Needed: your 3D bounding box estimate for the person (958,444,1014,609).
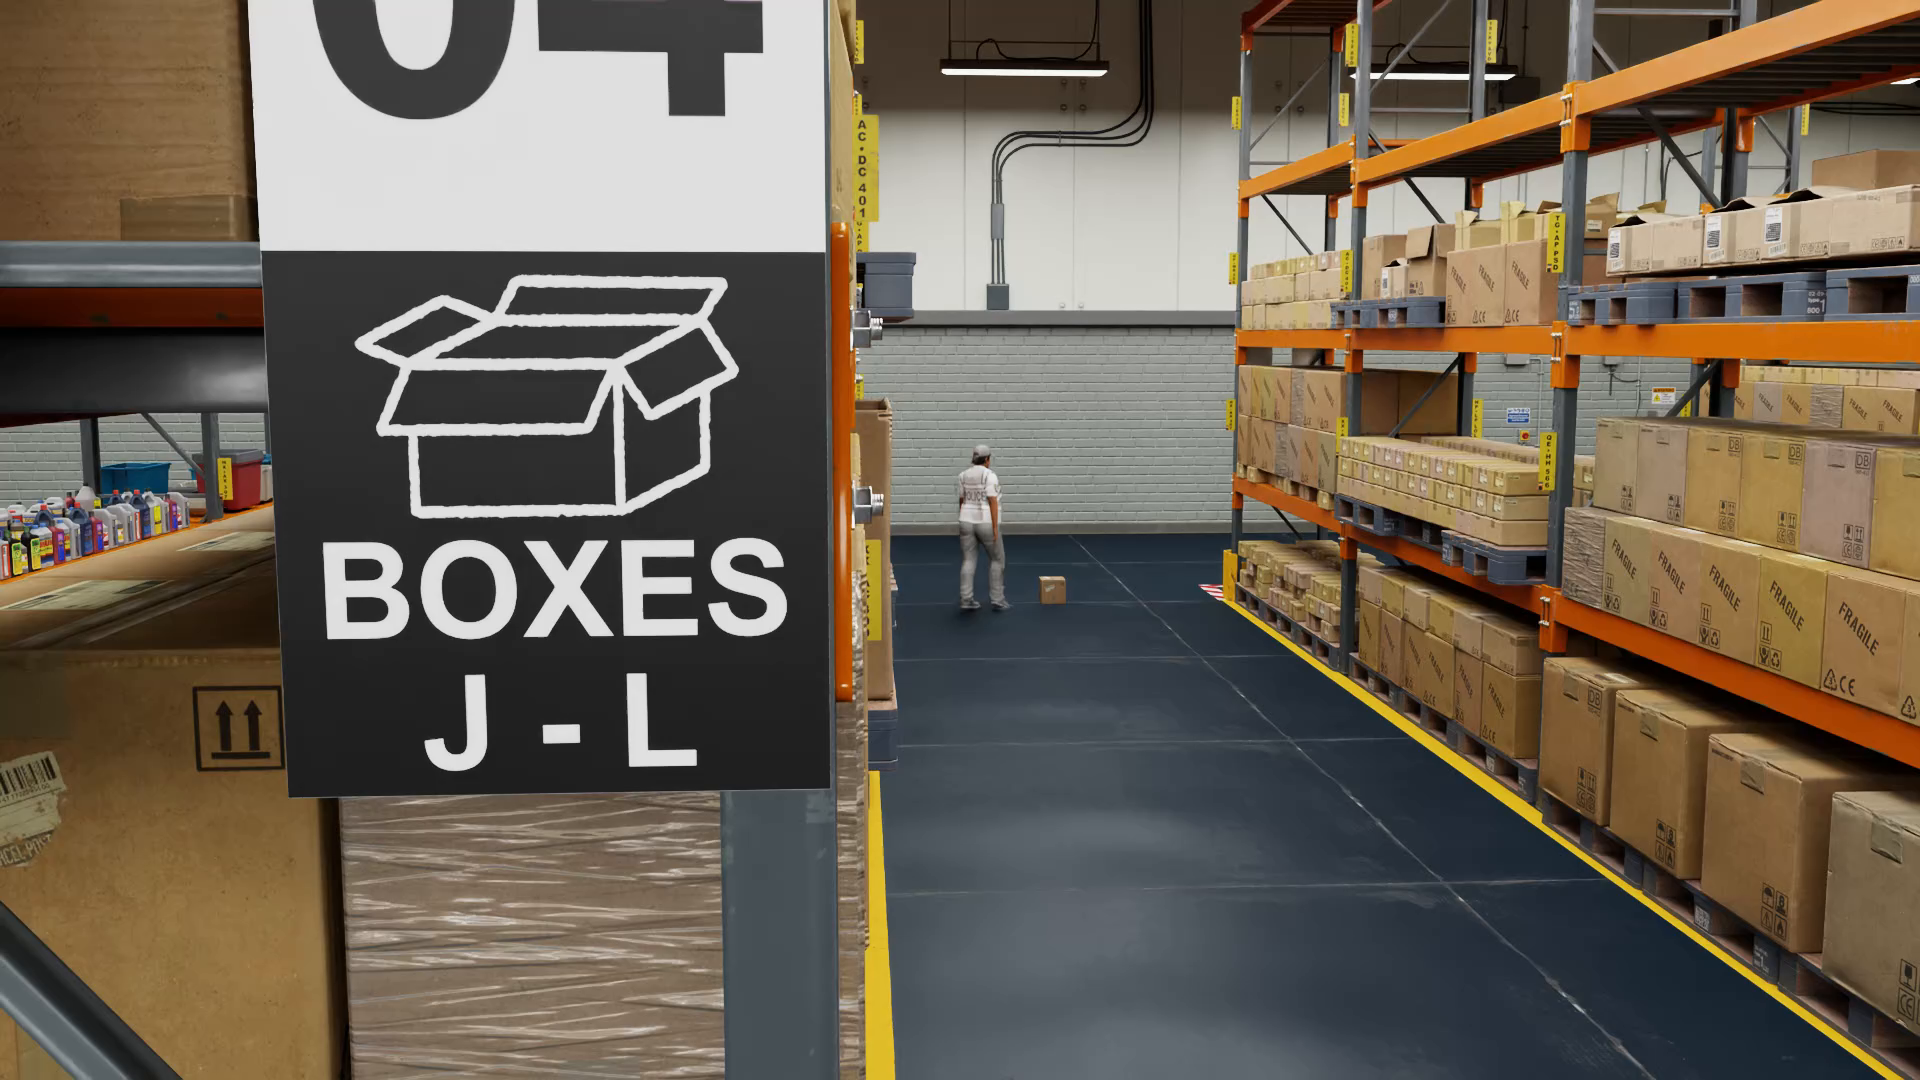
[{"bbox_3d":[0.211,-0.112,16.753,0.503,1.707,0.613,4,8,28],"label":"person"}]
